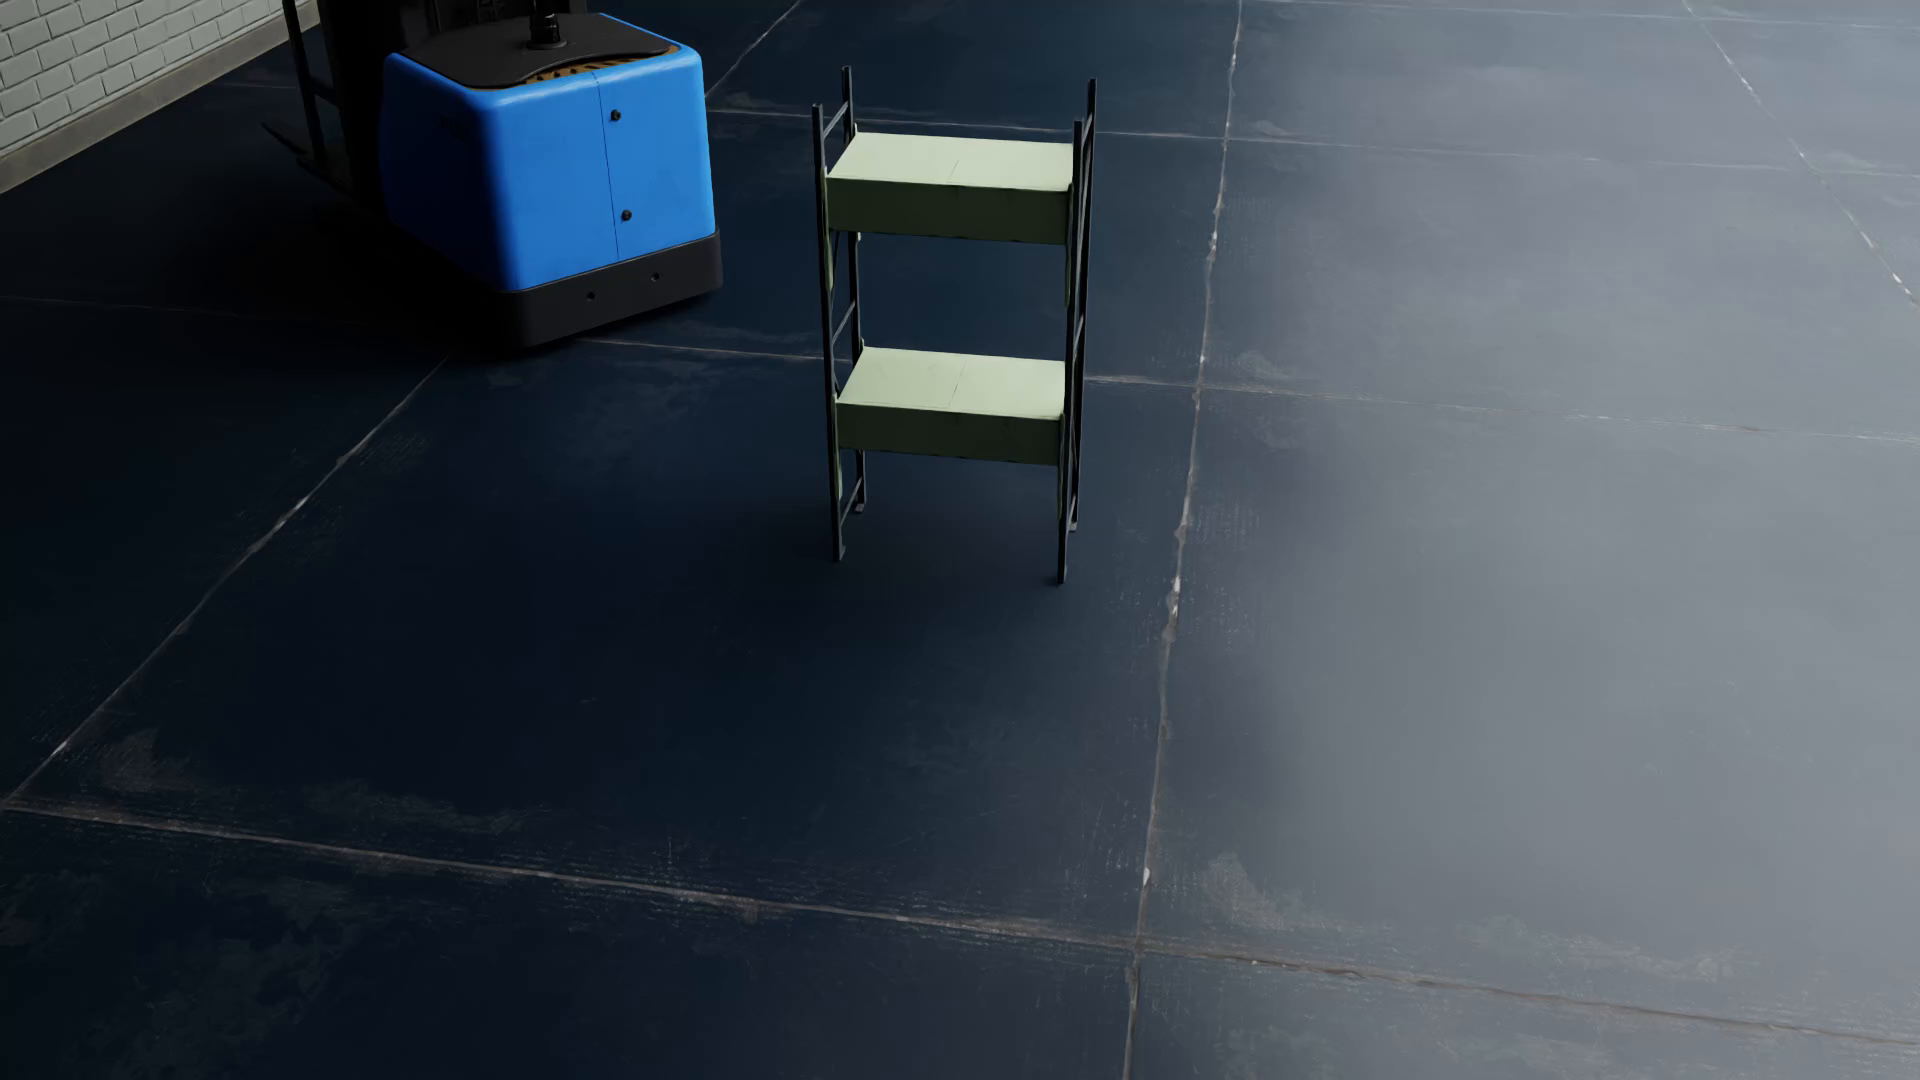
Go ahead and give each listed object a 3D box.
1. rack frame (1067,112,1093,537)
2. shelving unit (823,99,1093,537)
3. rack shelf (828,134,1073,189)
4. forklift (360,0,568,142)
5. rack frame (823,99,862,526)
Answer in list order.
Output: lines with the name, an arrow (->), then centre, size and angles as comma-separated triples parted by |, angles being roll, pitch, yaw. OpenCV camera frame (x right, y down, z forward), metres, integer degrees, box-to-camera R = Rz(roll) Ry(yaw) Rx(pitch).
rack frame -> 0.354, -0.603, 5.069 | 0.010, 1.308, 0.380 | 5, 32, 8
shelving unit -> -0.007, -0.636, 5.121 | 0.742, 1.308, 0.380 | 5, 32, 8
rack shelf -> -0.007, -1.080, 4.844 | 0.686, 0.052, 0.368 | 5, 32, 8
forklift -> -2.346, -2.713, 7.090 | 1.109, 2.935, 3.031 | -24, 39, -33
rack frame -> -0.368, -0.668, 5.173 | 0.010, 1.308, 0.380 | 5, 32, 8
